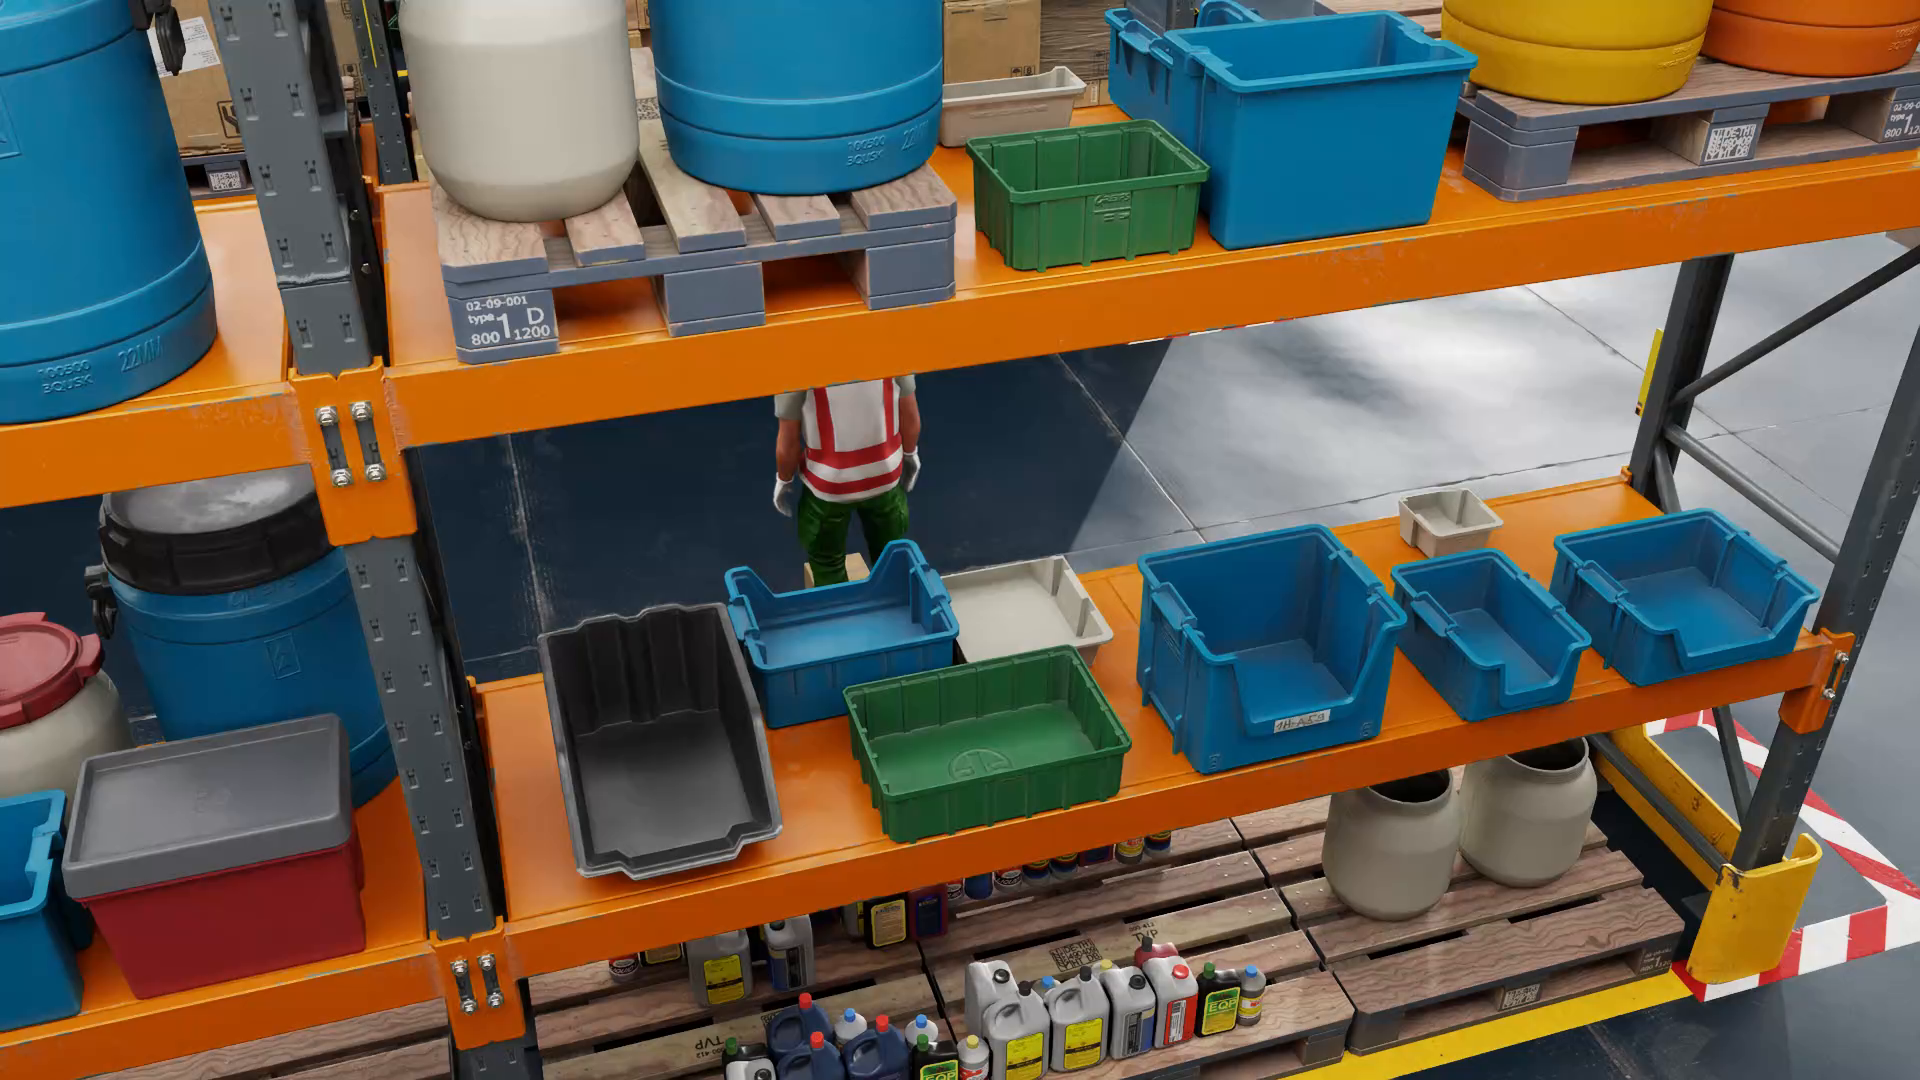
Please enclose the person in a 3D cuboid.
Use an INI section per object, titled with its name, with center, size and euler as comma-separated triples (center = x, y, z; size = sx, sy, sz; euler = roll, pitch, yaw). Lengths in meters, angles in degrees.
[person]
center = -0.442, -0.270, 6.535
size = 0.616, 1.778, 0.453
euler = -12, 36, -18
